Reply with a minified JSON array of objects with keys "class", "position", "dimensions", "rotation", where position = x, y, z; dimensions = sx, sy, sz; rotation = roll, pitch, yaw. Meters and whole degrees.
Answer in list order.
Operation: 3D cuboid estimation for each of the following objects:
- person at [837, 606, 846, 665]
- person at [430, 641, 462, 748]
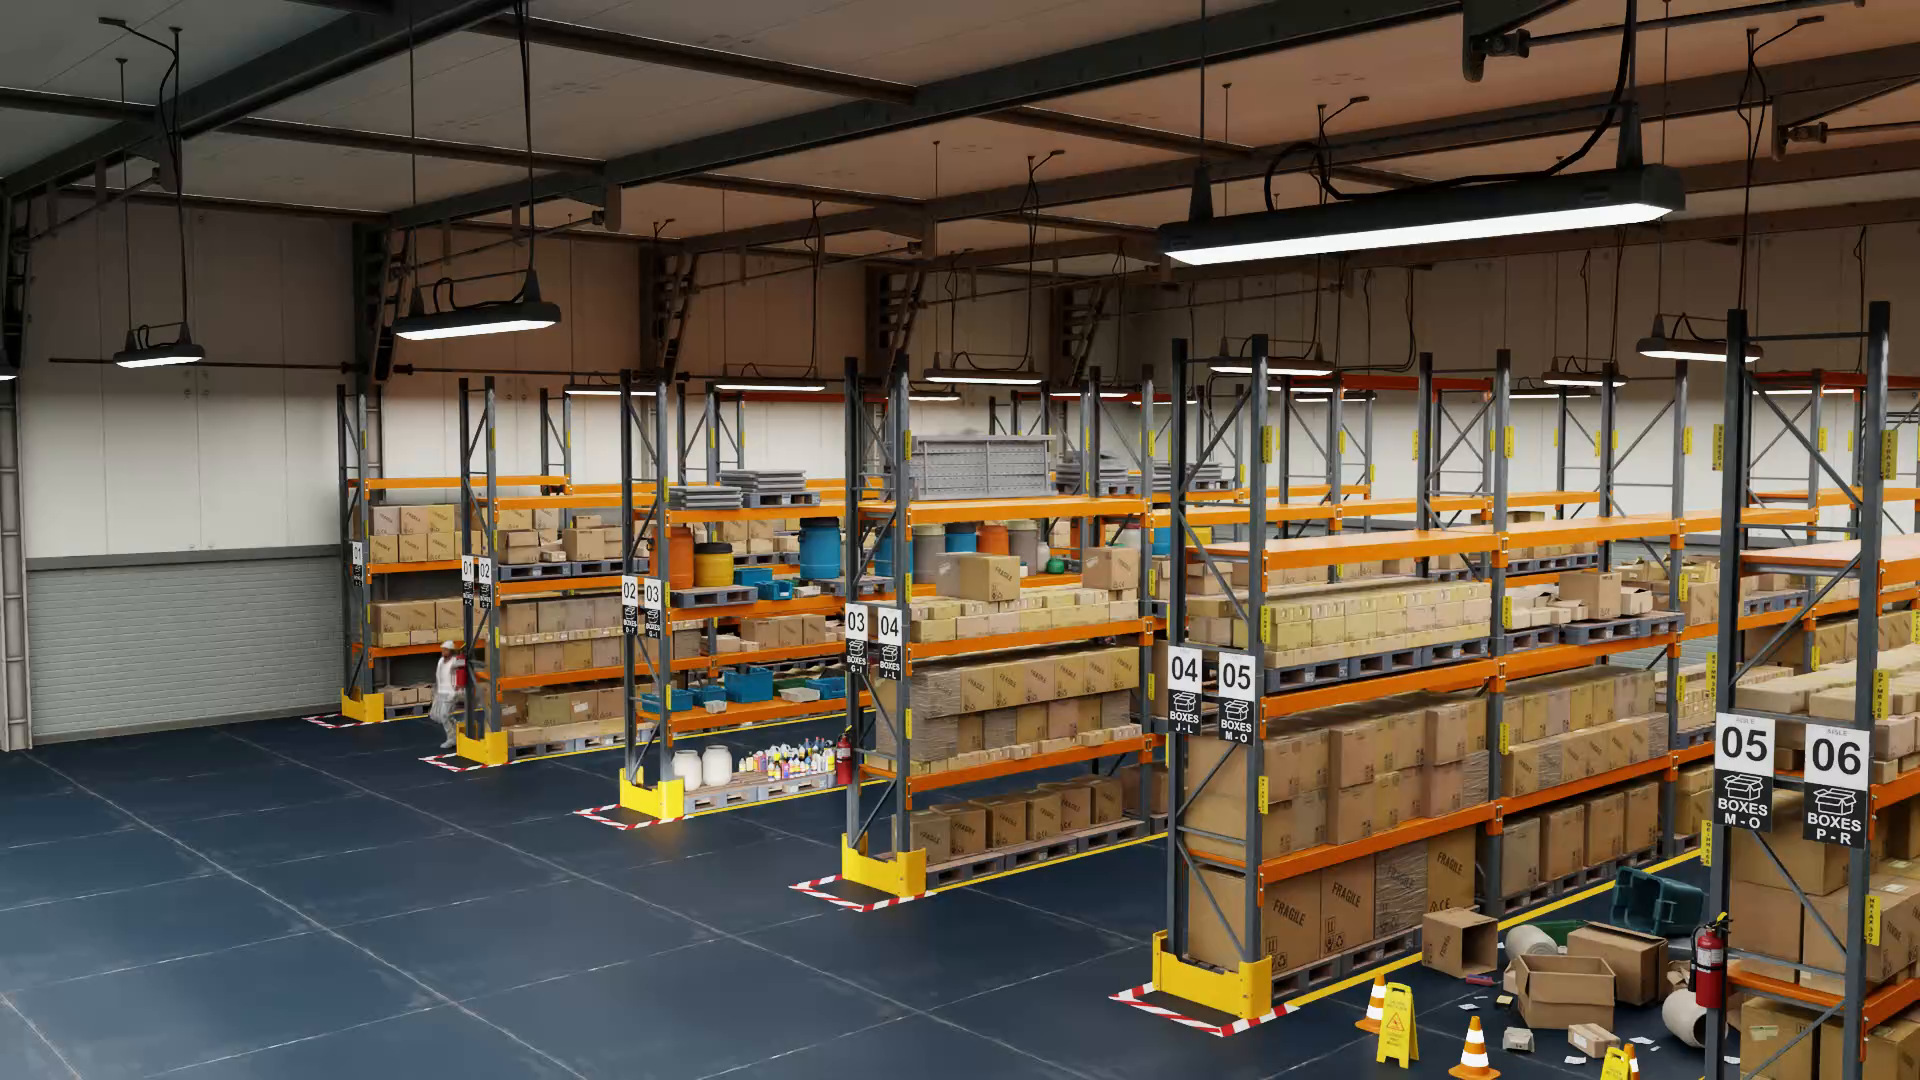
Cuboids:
[{"class":"person","position":[-2.300,1.806,34.063],"dimensions":[0.627,1.805,0.707],"rotation":[3,5,37]},{"class":"person","position":[-8.376,2.517,27.205],"dimensions":[0.714,1.744,0.539],"rotation":[4,5,44]}]
